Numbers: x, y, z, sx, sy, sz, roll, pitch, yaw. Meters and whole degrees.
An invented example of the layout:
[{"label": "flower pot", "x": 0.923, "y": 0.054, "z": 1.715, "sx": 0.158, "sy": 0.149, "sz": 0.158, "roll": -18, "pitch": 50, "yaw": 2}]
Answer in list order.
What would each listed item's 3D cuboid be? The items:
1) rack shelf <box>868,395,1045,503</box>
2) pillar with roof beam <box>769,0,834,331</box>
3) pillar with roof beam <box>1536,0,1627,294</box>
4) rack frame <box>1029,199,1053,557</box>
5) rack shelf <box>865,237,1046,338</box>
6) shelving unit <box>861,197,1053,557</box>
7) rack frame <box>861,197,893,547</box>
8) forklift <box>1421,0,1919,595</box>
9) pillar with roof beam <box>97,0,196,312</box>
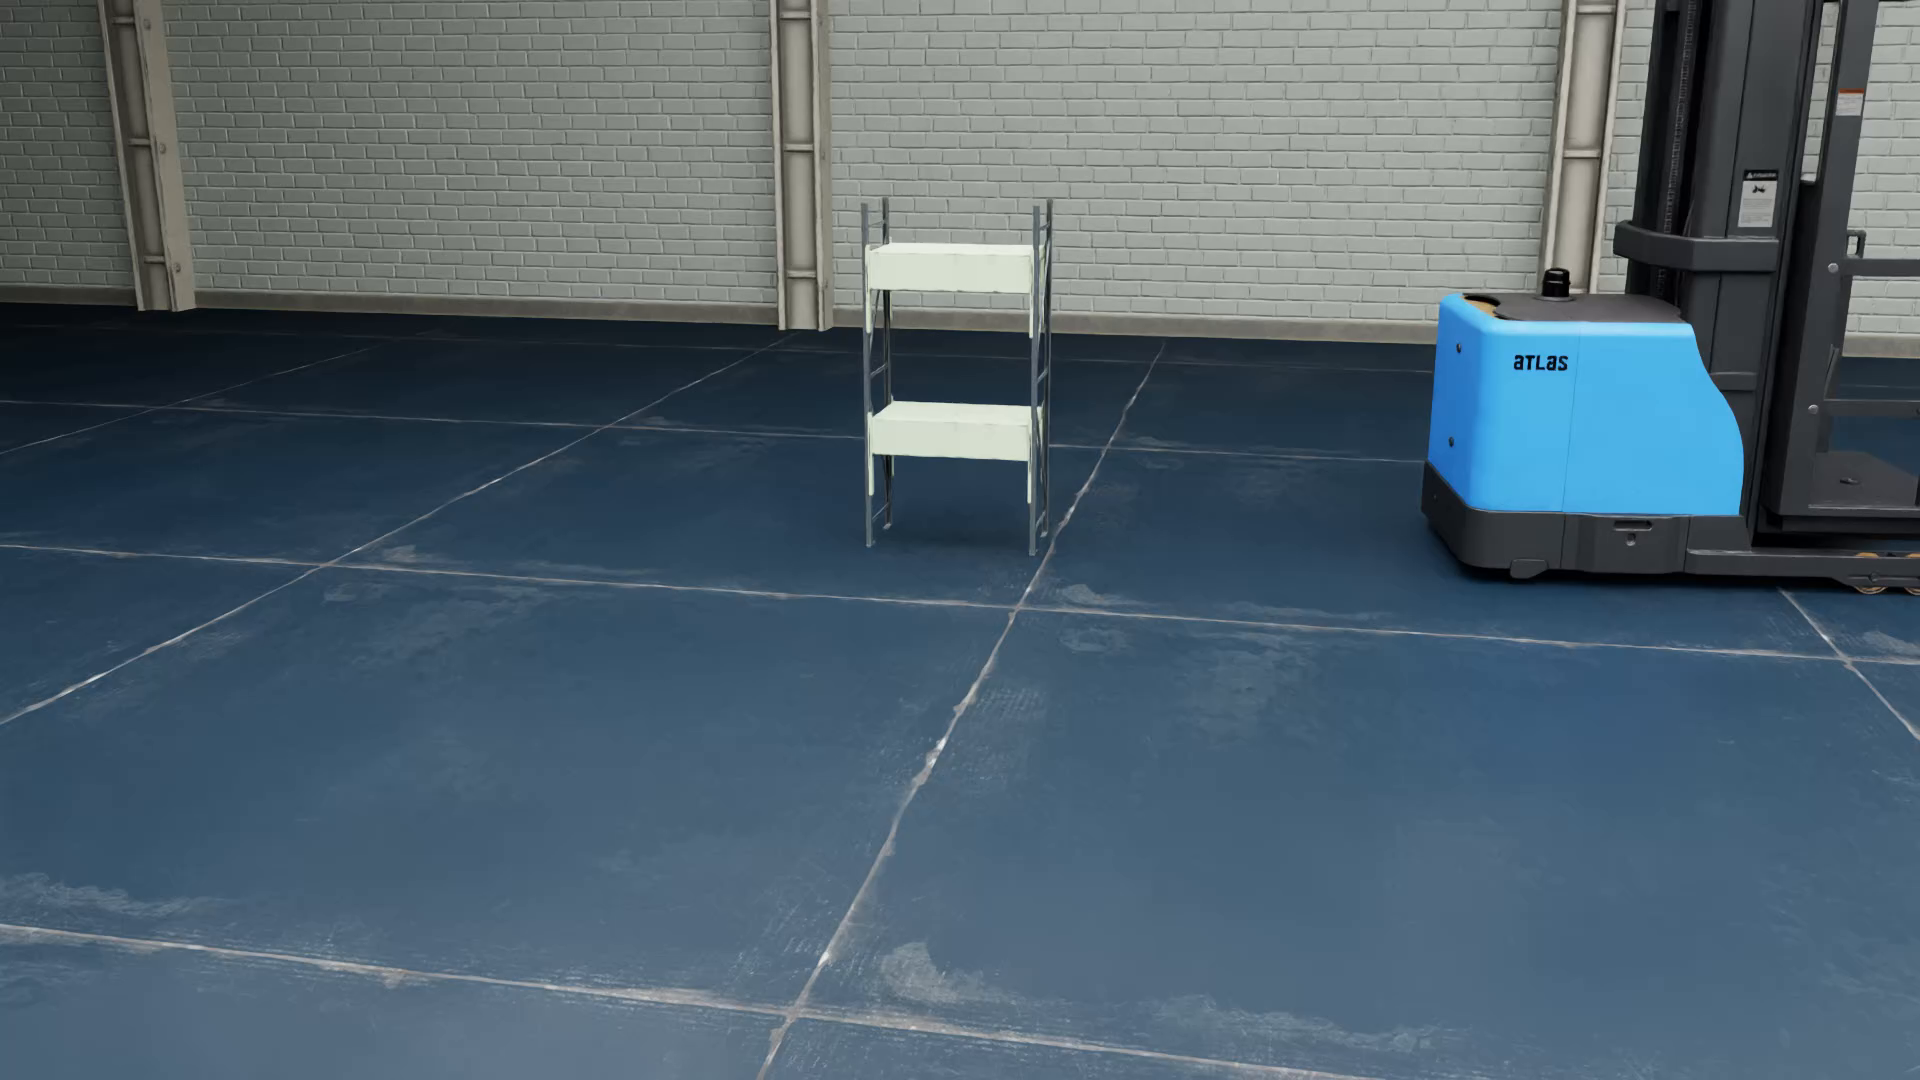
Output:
[{"label": "rack shelf", "x": -0.007, "y": -0.409, "z": 7.380, "sx": 0.720, "sy": 0.370, "sz": 0.431, "roll": 3, "pitch": 16, "yaw": 11}, {"label": "pillar with roof beam", "x": -2.139, "y": -4.981, "z": 8.618, "sx": 0.400, "sy": 9.000, "sz": 9.100, "roll": 3, "pitch": 16, "yaw": 11}, {"label": "pillar with roof beam", "x": 3.741, "y": -4.662, "z": 7.465, "sx": 0.400, "sy": 9.000, "sz": 9.100, "roll": 3, "pitch": 16, "yaw": 11}, {"label": "rack frame", "x": 0.352, "y": -0.704, "z": 7.223, "sx": 0.023, "sy": 1.500, "sz": 0.400, "roll": 3, "pitch": 16, "yaw": 11}, {"label": "rack shelf", "x": -0.007, "y": -1.099, "z": 7.189, "sx": 0.720, "sy": 0.370, "sz": 0.431, "roll": 3, "pitch": 16, "yaw": 11}, {"label": "shelving unit", "x": -0.007, "y": -0.723, "z": 7.293, "sx": 0.755, "sy": 1.500, "sz": 0.431, "roll": 3, "pitch": 16, "yaw": 11}, {"label": "rack frame", "x": -0.365, "y": -0.743, "z": 7.363, "sx": 0.023, "sy": 1.500, "sz": 0.400, "roll": 3, "pitch": 16, "yaw": 11}, {"label": "forklift", "x": 3.620, "y": -1.338, "z": 6.831, "sx": 3.031, "sy": 2.935, "sz": 1.130, "roll": 1, "pitch": 16, "yaw": 4}, {"label": "pillar with roof beam", "x": -8.018, "y": -5.300, "z": 9.770, "sx": 0.400, "sy": 9.000, "sz": 9.100, "roll": 3, "pitch": 16, "yaw": 11}]
